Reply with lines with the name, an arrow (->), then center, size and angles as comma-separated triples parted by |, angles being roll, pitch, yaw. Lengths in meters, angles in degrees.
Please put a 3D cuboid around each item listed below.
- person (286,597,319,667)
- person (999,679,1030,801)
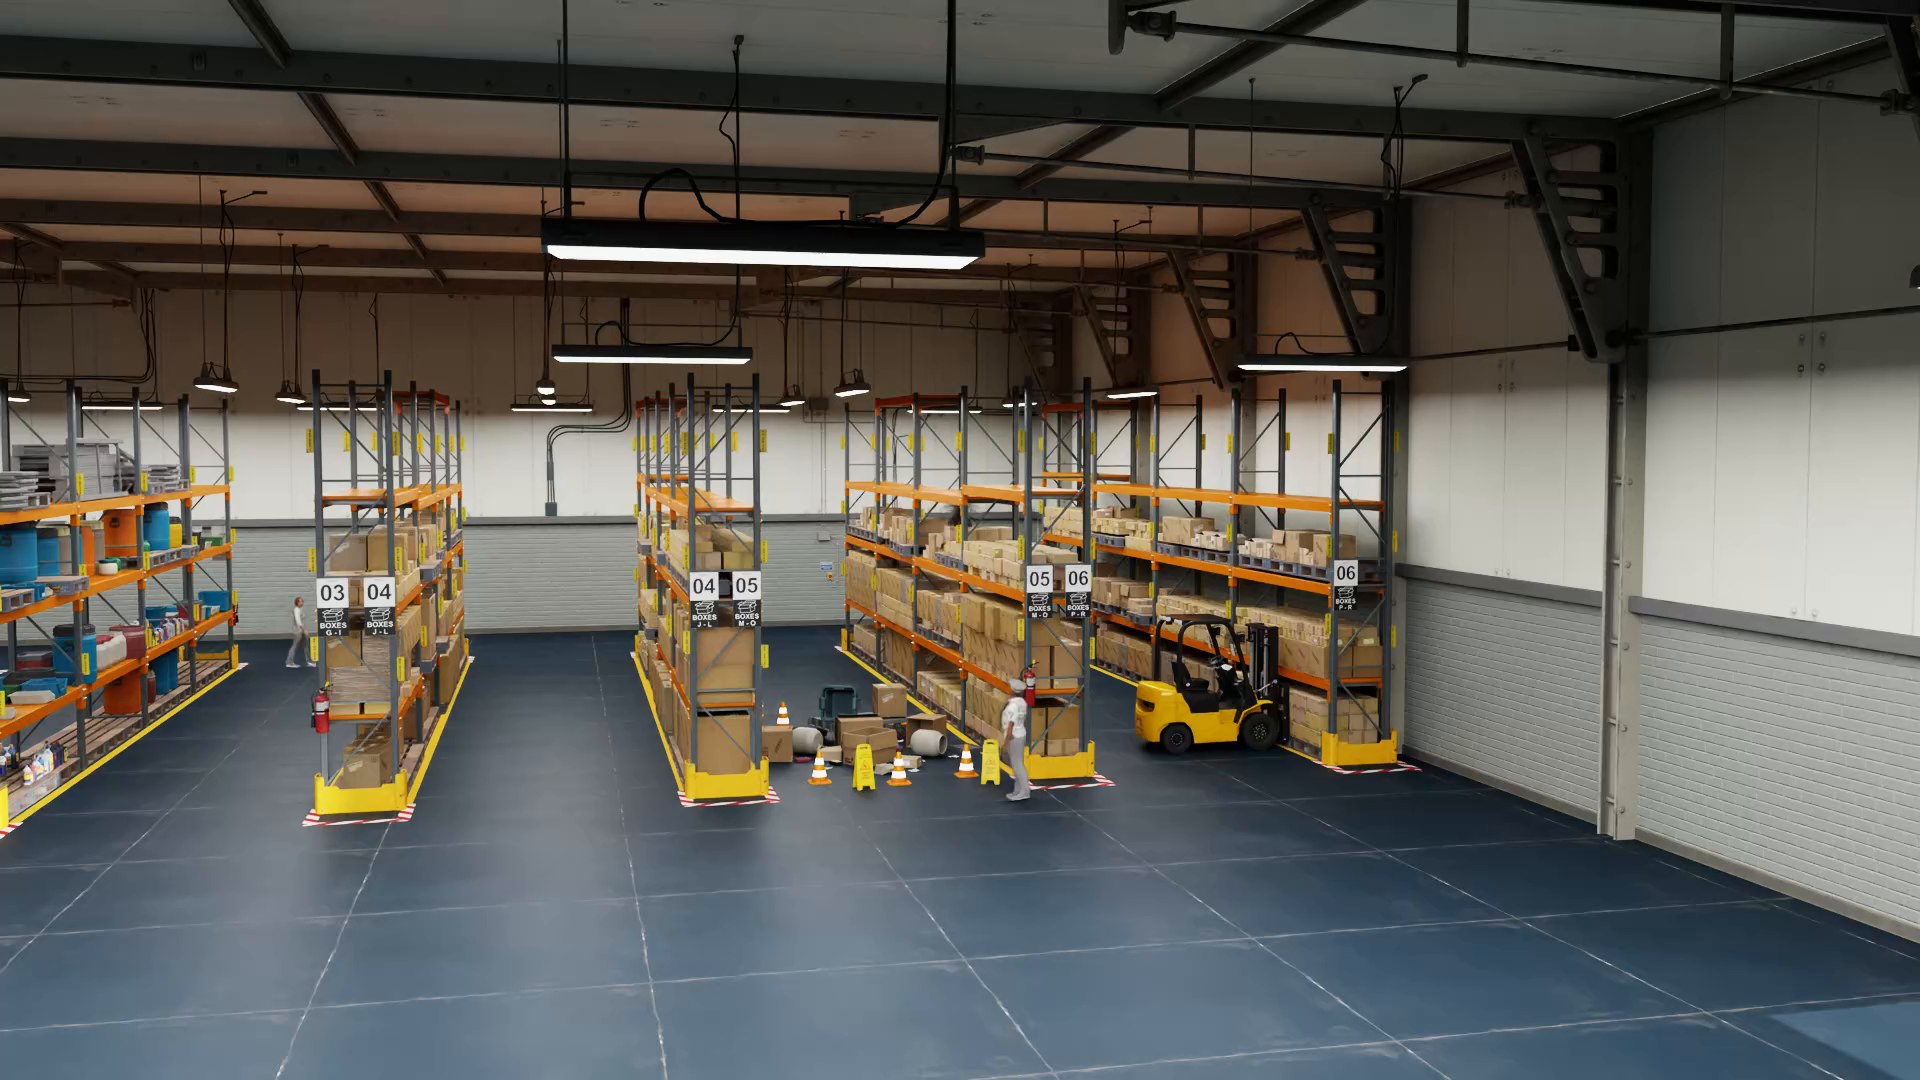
person -> -14.706, 2.061, 37.169 | 0.713, 1.589, 0.496 | -1, 4, -23
person -> 0.774, 2.811, 23.389 | 0.433, 1.711, 0.503 | 0, 3, 7
